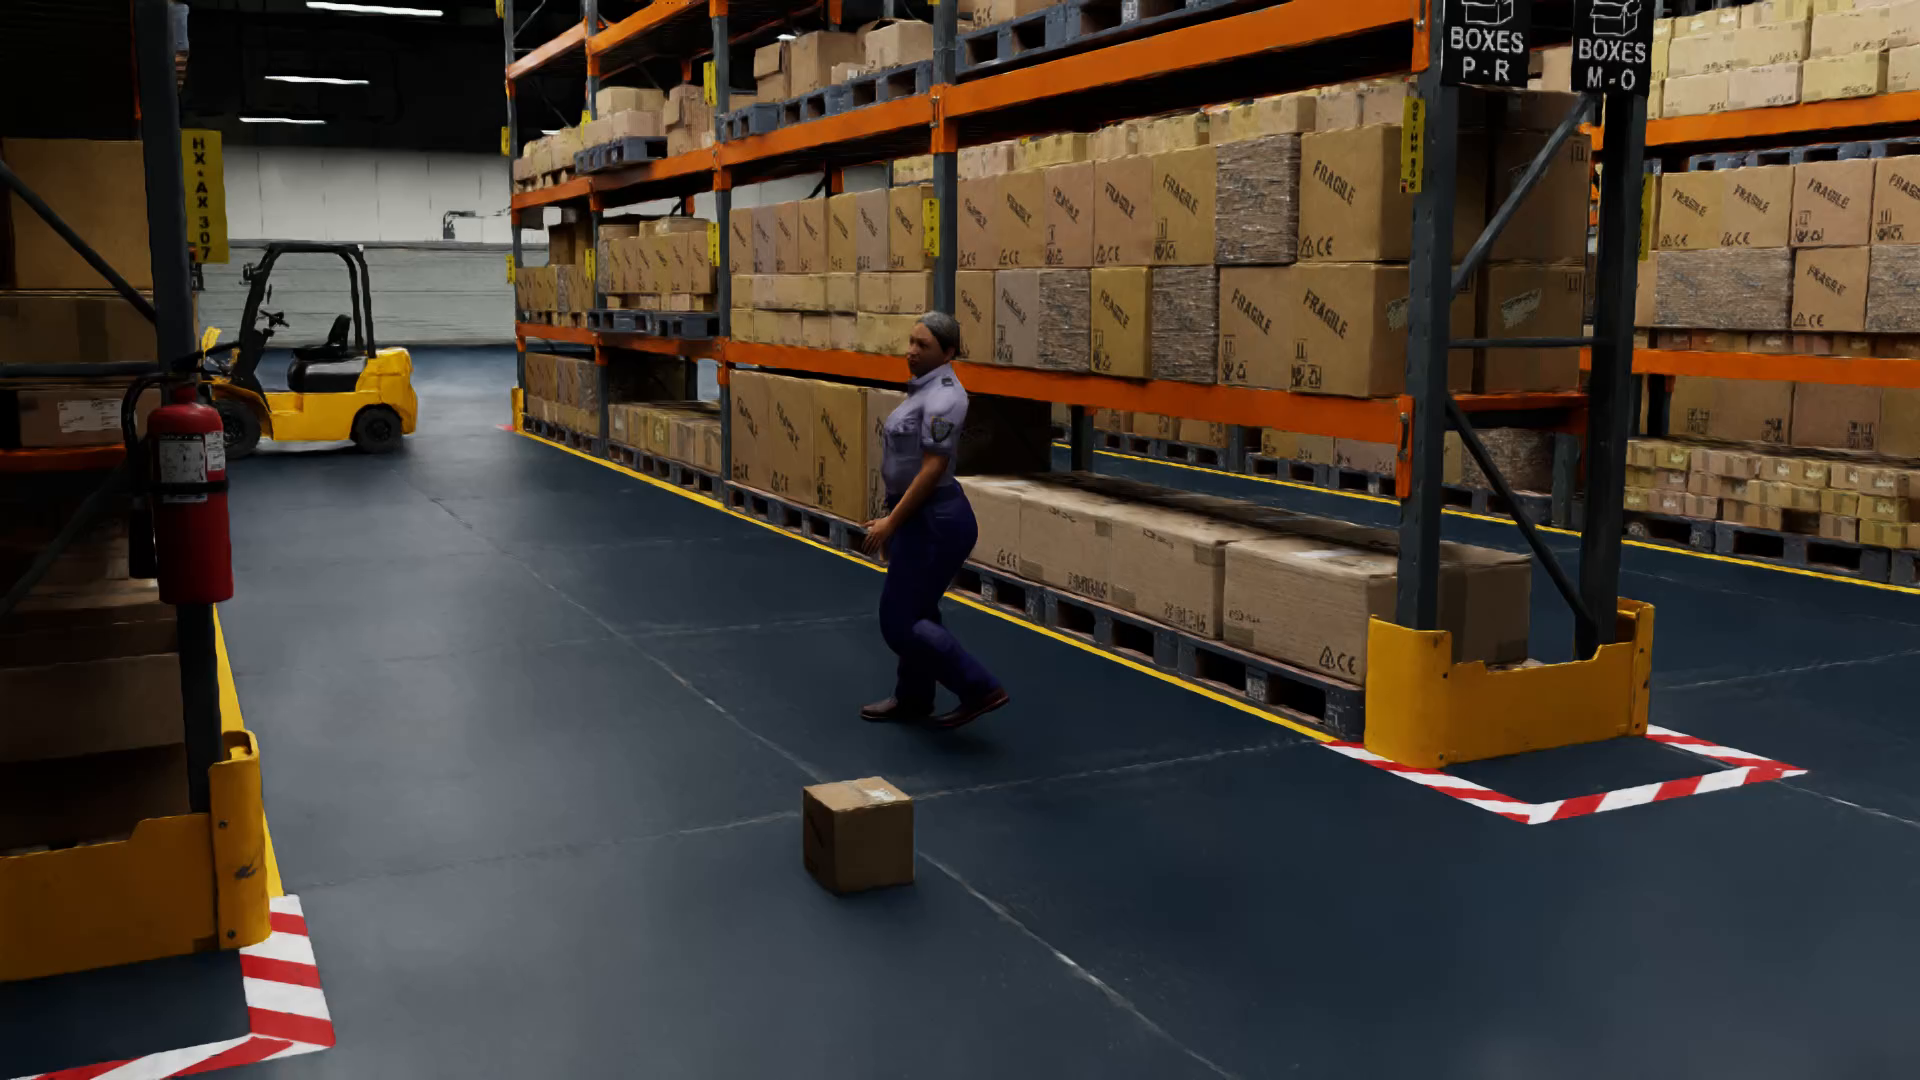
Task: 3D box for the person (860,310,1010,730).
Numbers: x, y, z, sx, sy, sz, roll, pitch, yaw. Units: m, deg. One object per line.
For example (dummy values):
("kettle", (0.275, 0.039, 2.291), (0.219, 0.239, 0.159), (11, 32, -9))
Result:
("person", (-0.140, -0.053, 6.311), (0.537, 1.626, 0.669), (-2, 9, -13))
